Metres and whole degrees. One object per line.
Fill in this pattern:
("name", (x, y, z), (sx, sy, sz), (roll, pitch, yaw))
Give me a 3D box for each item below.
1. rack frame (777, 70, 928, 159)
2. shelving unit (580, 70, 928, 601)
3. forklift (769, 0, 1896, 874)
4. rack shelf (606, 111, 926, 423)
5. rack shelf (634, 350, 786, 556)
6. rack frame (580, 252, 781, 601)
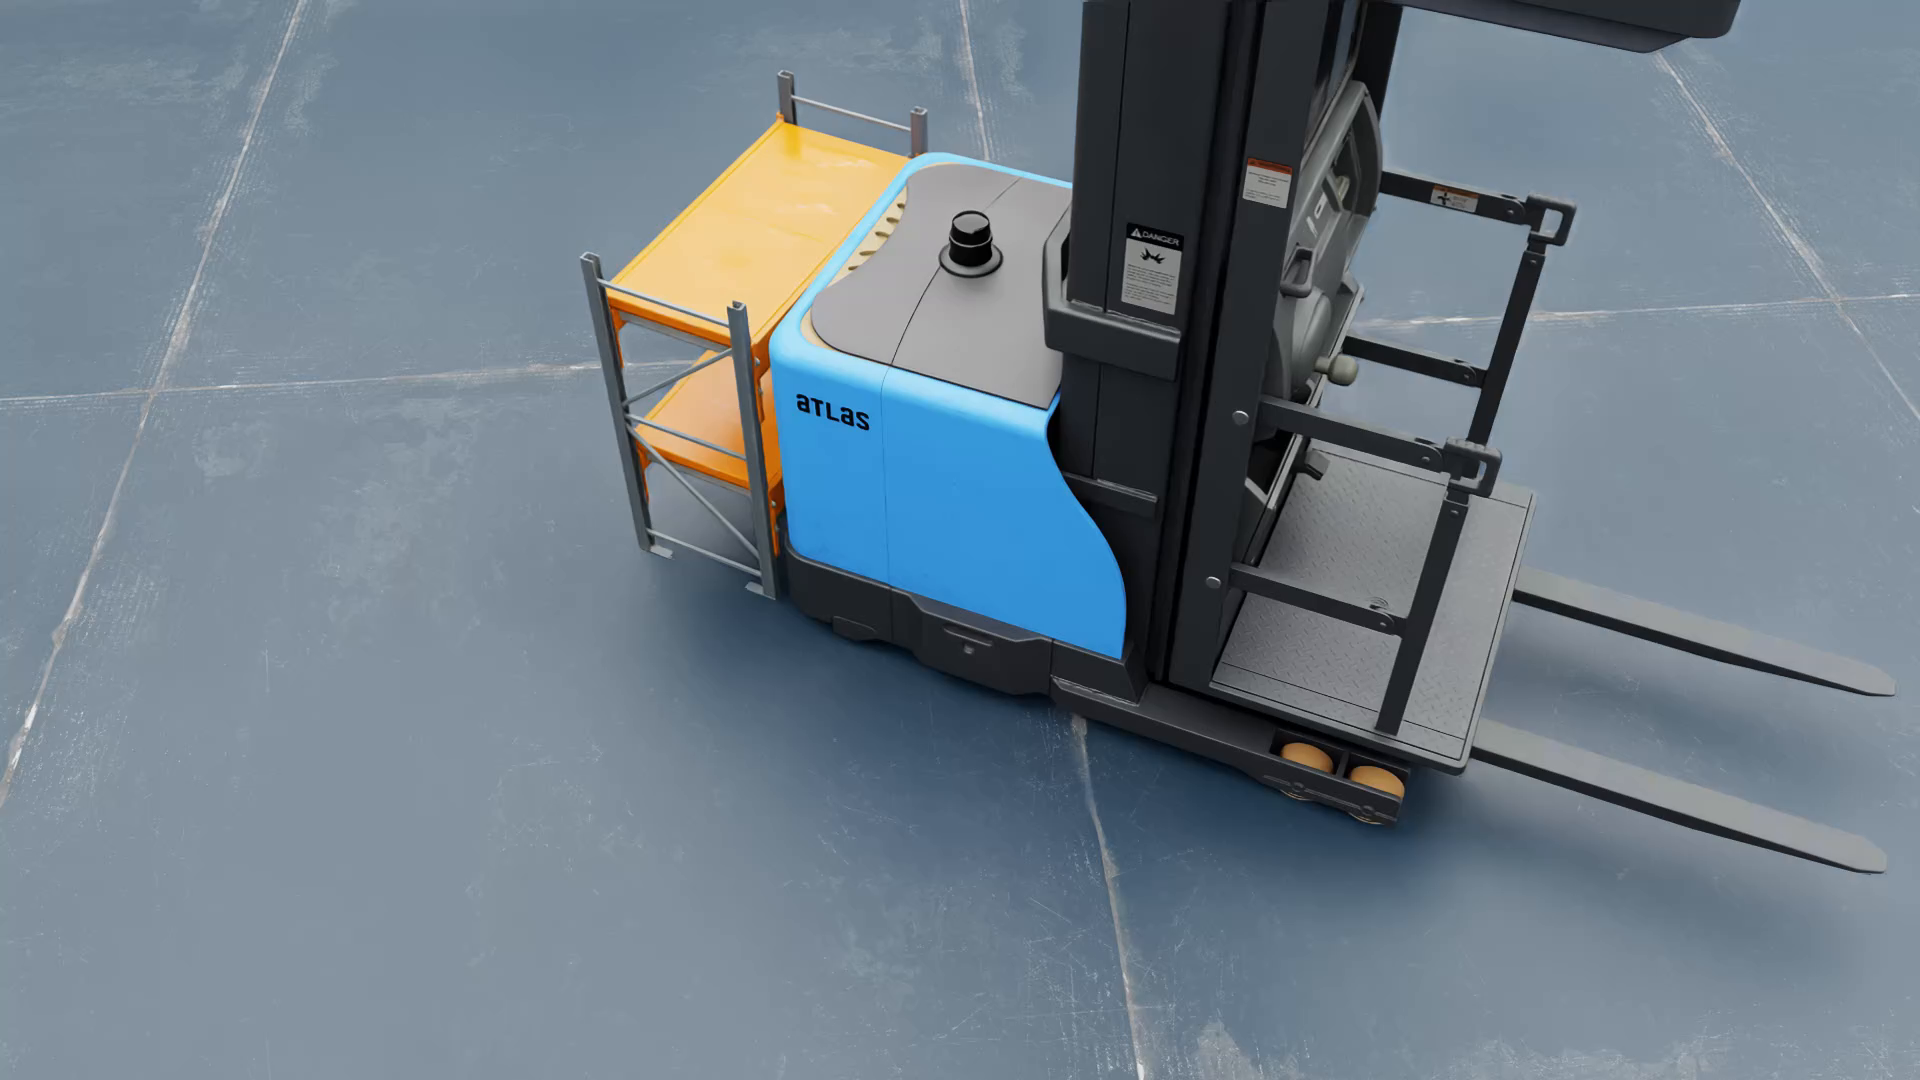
("rack frame", (-0.325, -0.952, 5.377), (0.500, 1.125, 0.032), (20, 50, 18))
("shelving unit", (-0.552, -0.621, 5.064), (0.538, 1.125, 1.048), (20, 50, 18))
("forklift", (1.054, -0.679, 3.875), (3.031, 2.935, 1.130), (17, 49, 16))
("rack shelf", (-0.552, -0.823, 4.851), (0.538, 0.278, 1.000), (20, 50, 18))
("rack shelf", (-0.552, -0.453, 5.241), (0.538, 0.278, 1.000), (20, 50, 18))
("rack frame", (-0.779, -0.291, 4.751), (0.500, 1.125, 0.032), (20, 50, 18))
